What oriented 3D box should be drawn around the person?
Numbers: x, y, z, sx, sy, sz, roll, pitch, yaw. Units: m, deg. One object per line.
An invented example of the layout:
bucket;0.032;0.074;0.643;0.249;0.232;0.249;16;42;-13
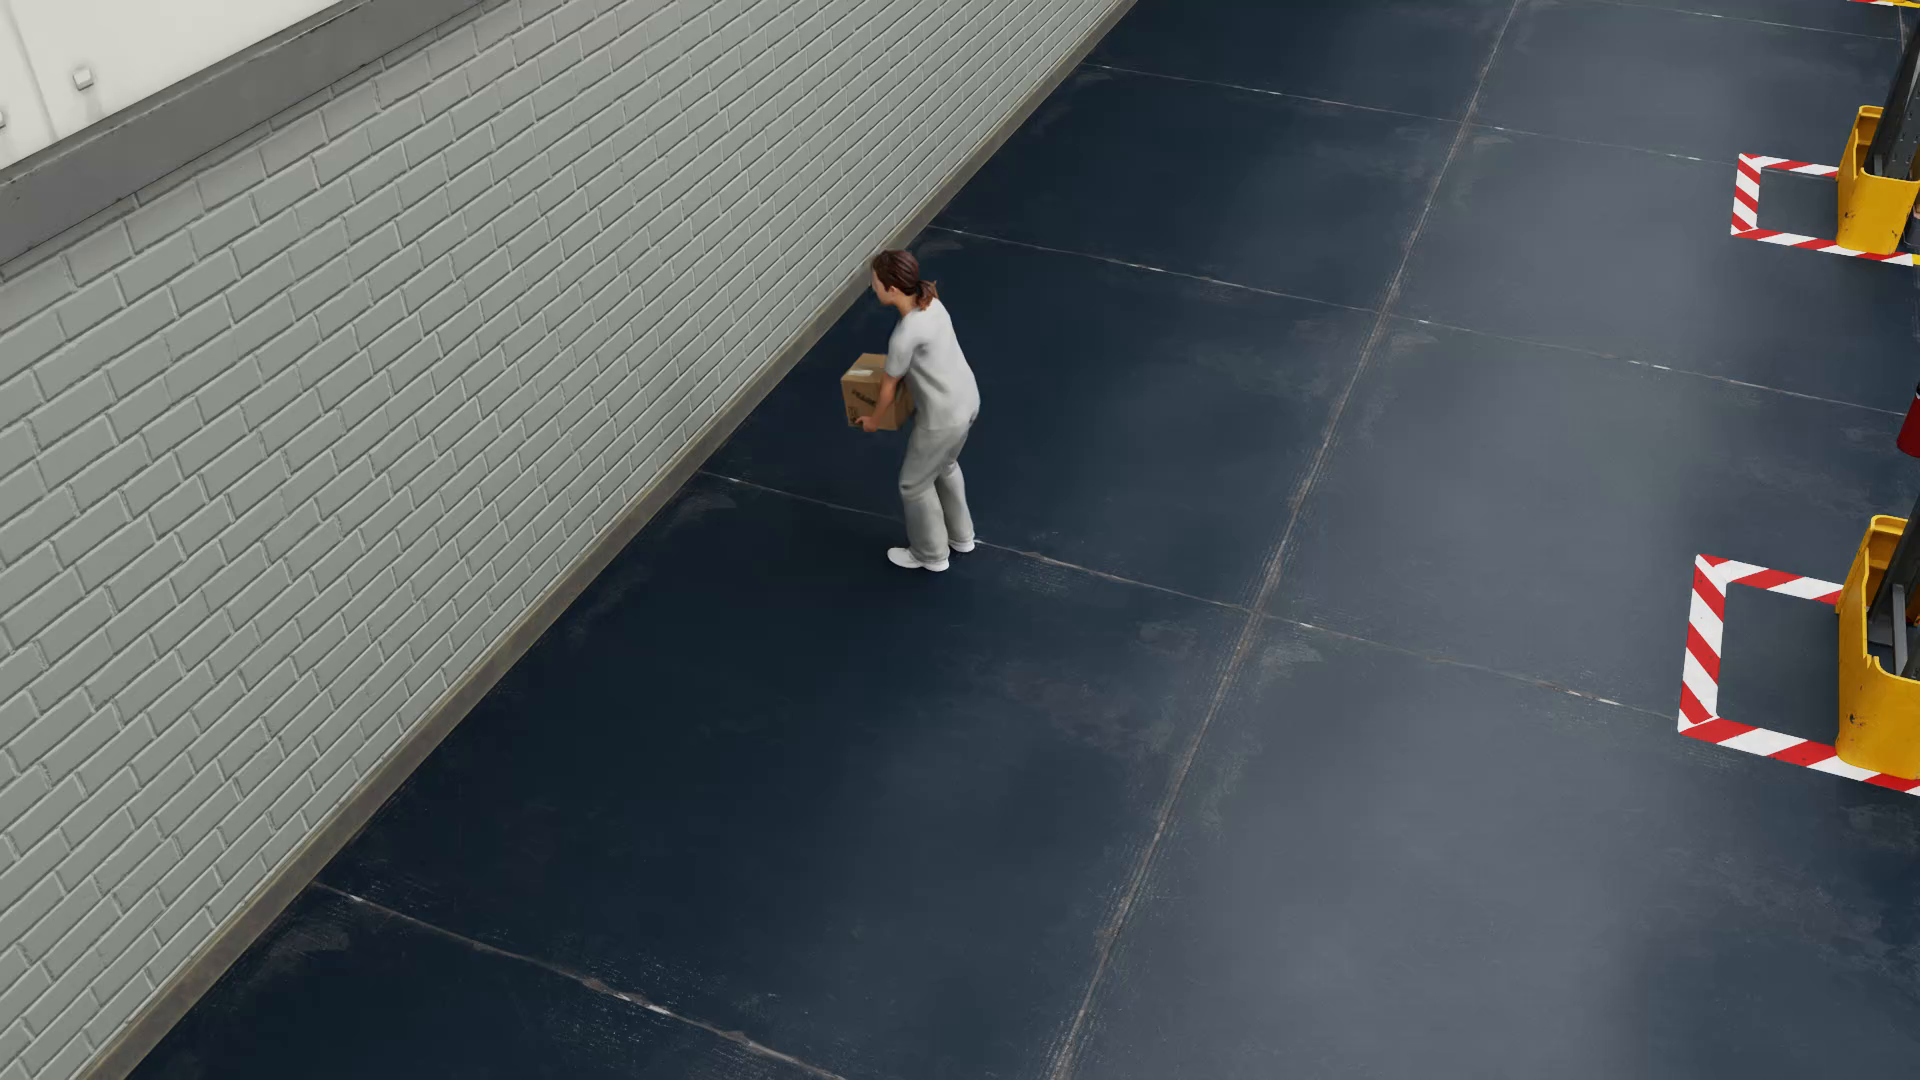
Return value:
person;-0.189;-0.578;7.613;0.539;1.629;0.408;13;40;17
